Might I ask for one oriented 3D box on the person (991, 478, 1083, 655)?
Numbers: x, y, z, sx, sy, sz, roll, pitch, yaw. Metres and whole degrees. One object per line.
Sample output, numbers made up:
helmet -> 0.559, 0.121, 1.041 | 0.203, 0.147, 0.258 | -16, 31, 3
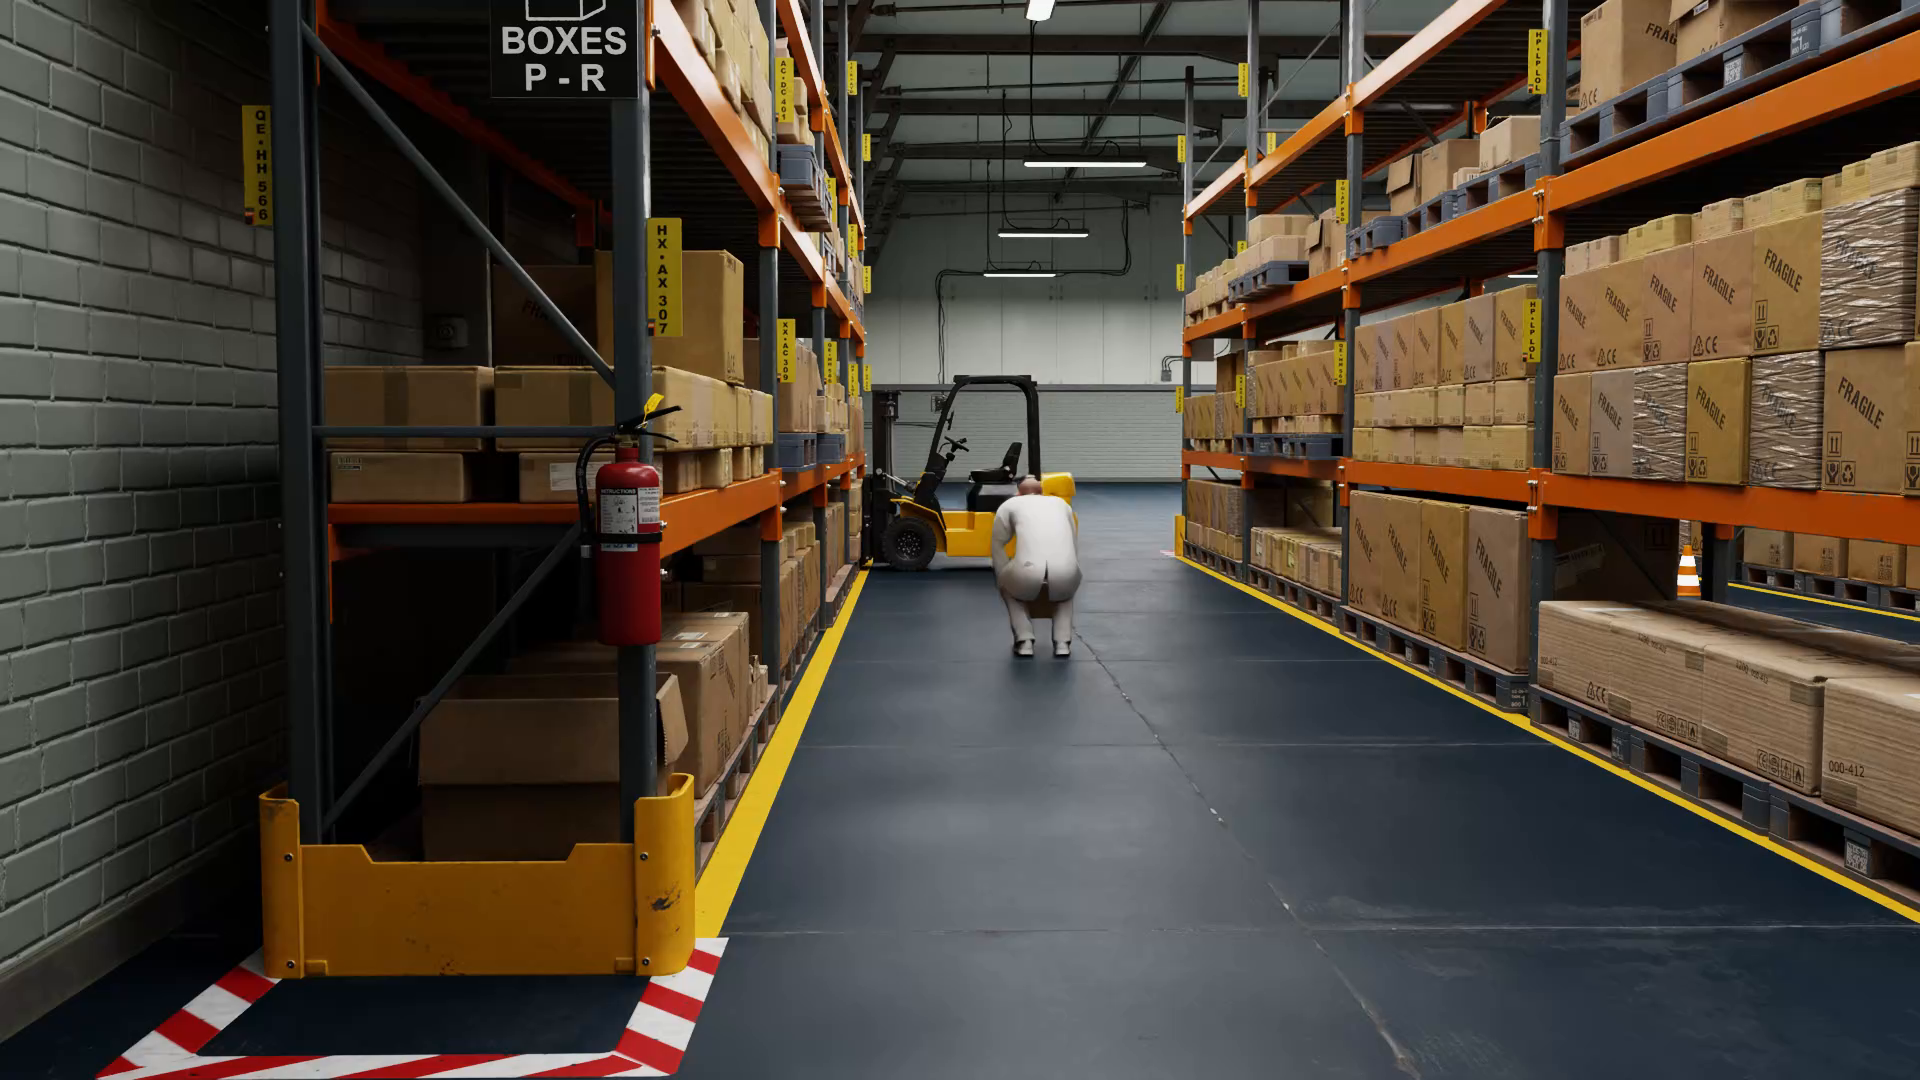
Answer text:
person -> 0.532, 0.188, 11.468 | 0.627, 1.180, 0.822 | 0, 4, -1
